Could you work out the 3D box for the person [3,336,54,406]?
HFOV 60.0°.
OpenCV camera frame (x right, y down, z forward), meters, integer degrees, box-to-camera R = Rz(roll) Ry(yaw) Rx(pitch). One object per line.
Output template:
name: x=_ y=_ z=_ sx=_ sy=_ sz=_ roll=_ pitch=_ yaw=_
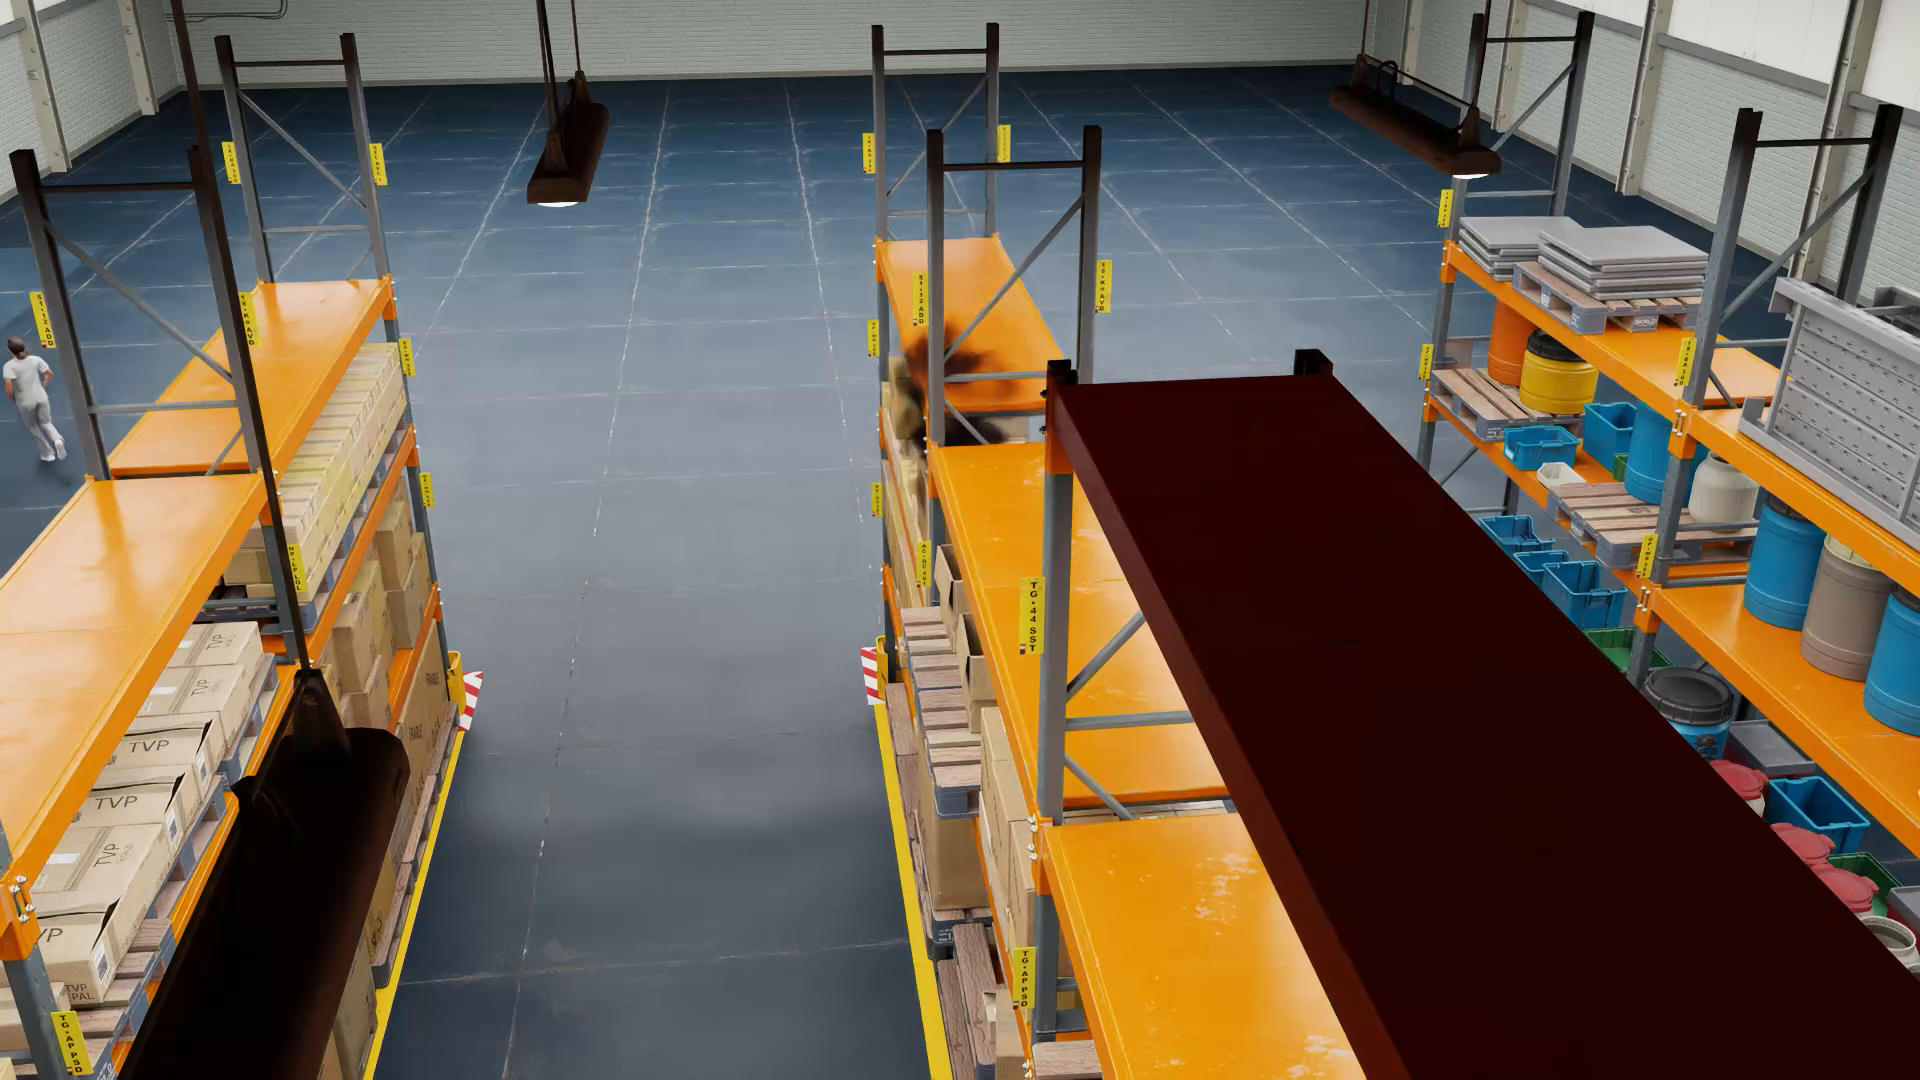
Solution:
person: x=-11.232 y=-2.036 z=19.945 sx=0.320 sy=0.825 sz=0.589 roll=19 pitch=32 yaw=35
